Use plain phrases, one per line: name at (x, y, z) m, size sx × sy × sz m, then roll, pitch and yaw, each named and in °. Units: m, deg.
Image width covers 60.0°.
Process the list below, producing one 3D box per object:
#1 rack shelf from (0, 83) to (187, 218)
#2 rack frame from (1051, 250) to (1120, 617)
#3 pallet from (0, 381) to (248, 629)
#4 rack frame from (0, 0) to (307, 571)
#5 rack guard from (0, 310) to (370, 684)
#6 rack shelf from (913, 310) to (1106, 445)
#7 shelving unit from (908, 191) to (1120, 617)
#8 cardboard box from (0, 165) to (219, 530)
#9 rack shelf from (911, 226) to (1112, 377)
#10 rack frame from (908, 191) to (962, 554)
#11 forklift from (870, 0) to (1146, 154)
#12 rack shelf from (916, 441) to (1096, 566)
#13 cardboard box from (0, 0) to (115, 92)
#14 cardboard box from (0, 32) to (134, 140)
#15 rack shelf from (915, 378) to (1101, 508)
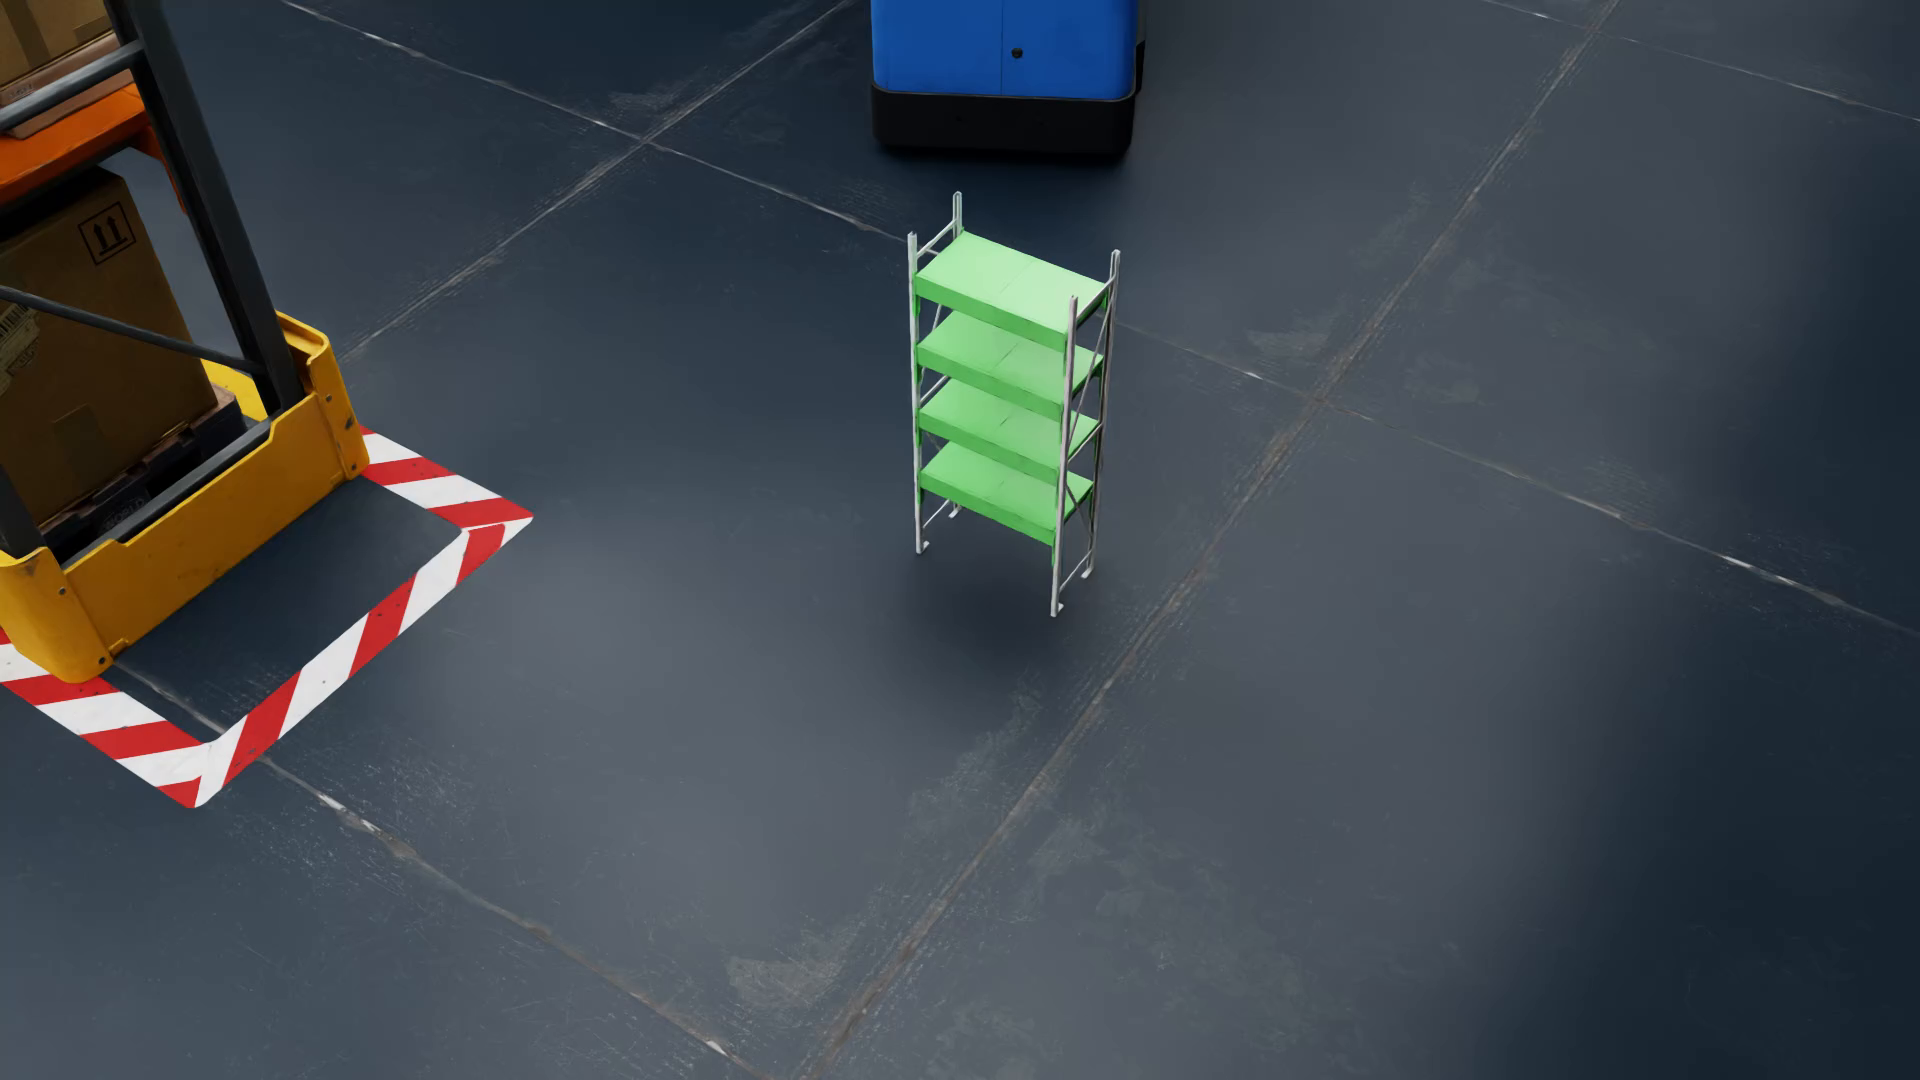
rack shelf at (-4.091, -1.560, 5.176) m, size 4.000 × 0.370 × 1.077 m, roll 25°, pitch 51°, yaw 22°
rack frame at (0.345, -0.260, 4.666) m, size 0.015 × 1.200 × 0.240 m, roll 25°, pitch 51°, yaw 22°
pallet at (-3.123, -0.327, 5.421) m, size 1.213 × 0.211 × 1.003 m, roll 25°, pitch 51°, yaw 22°
rack frame at (-2.407, -1.037, 4.166) m, size 0.127 × 3.000 × 1.000 m, roll 25°, pitch 51°, yaw 22°
rack guard at (-2.387, -0.156, 5.053) m, size 0.348 × 0.500 × 1.175 m, roll 25°, pitch 51°, yaw 22°
rack shelf at (0.139, -0.477, 4.631) m, size 0.480 × 0.148 × 0.258 m, roll 25°, pitch 51°, yaw 22°
shelving unit at (0.139, -0.354, 4.757) m, size 0.503 × 1.200 × 0.258 m, roll 25°, pitch 51°, yaw 22°
cardboard box at (-2.989, -0.642, 4.971) m, size 0.875 × 0.875 × 0.875 m, roll 25°, pitch 51°, yaw 22°
rack shelf at (0.139, -0.644, 4.459) m, size 0.480 × 0.148 × 0.258 m, roll 25°, pitch 51°, yaw 22°
rack frame at (-0.066, -0.449, 4.849) m, size 0.015 × 1.200 × 0.240 m, roll 25°, pitch 51°, yaw 22°
forklift at (0.275, -3.618, 6.722) m, size 1.130 × 2.935 × 3.031 m, roll 3°, pitch 46°, yaw 3°
rack shelf at (0.139, -0.142, 4.975) m, size 0.480 × 0.148 × 0.258 m, roll 25°, pitch 51°, yaw 22°
cardboard box at (-2.666, -1.437, 4.452) m, size 0.500 × 0.250 × 0.500 m, roll 23°, pitch 50°, yaw 21°
cardboard box at (-2.528, -1.286, 4.583) m, size 0.250 × 0.149 × 0.380 m, roll 25°, pitch 51°, yaw 23°
rack shelf at (0.139, -0.310, 4.803) m, size 0.480 × 0.148 × 0.258 m, roll 25°, pitch 51°, yaw 22°
